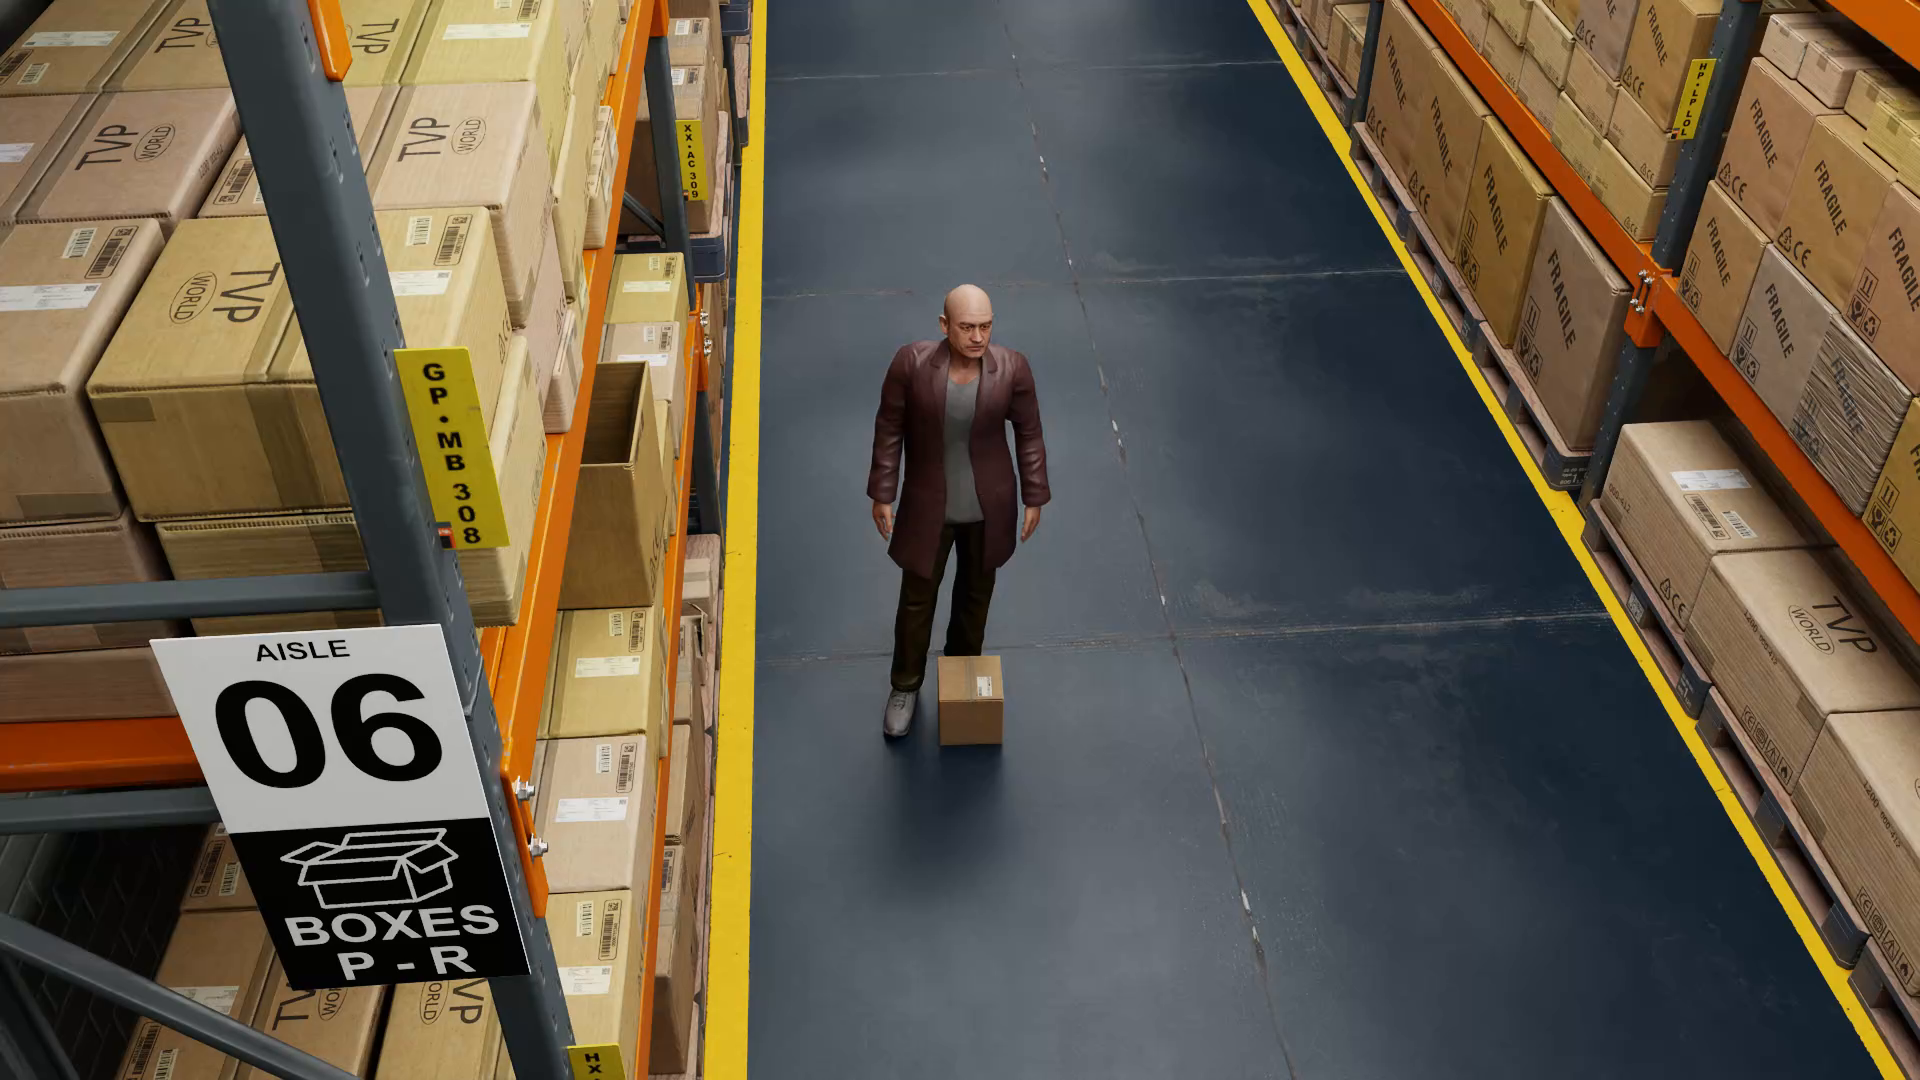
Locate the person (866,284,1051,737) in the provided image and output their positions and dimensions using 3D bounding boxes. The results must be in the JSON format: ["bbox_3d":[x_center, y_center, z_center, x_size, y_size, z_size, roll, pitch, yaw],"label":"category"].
[{"bbox_3d":[0.002,-0.085,6.257,0.698,1.778,0.580,-3,39,-3],"label":"person"}]
